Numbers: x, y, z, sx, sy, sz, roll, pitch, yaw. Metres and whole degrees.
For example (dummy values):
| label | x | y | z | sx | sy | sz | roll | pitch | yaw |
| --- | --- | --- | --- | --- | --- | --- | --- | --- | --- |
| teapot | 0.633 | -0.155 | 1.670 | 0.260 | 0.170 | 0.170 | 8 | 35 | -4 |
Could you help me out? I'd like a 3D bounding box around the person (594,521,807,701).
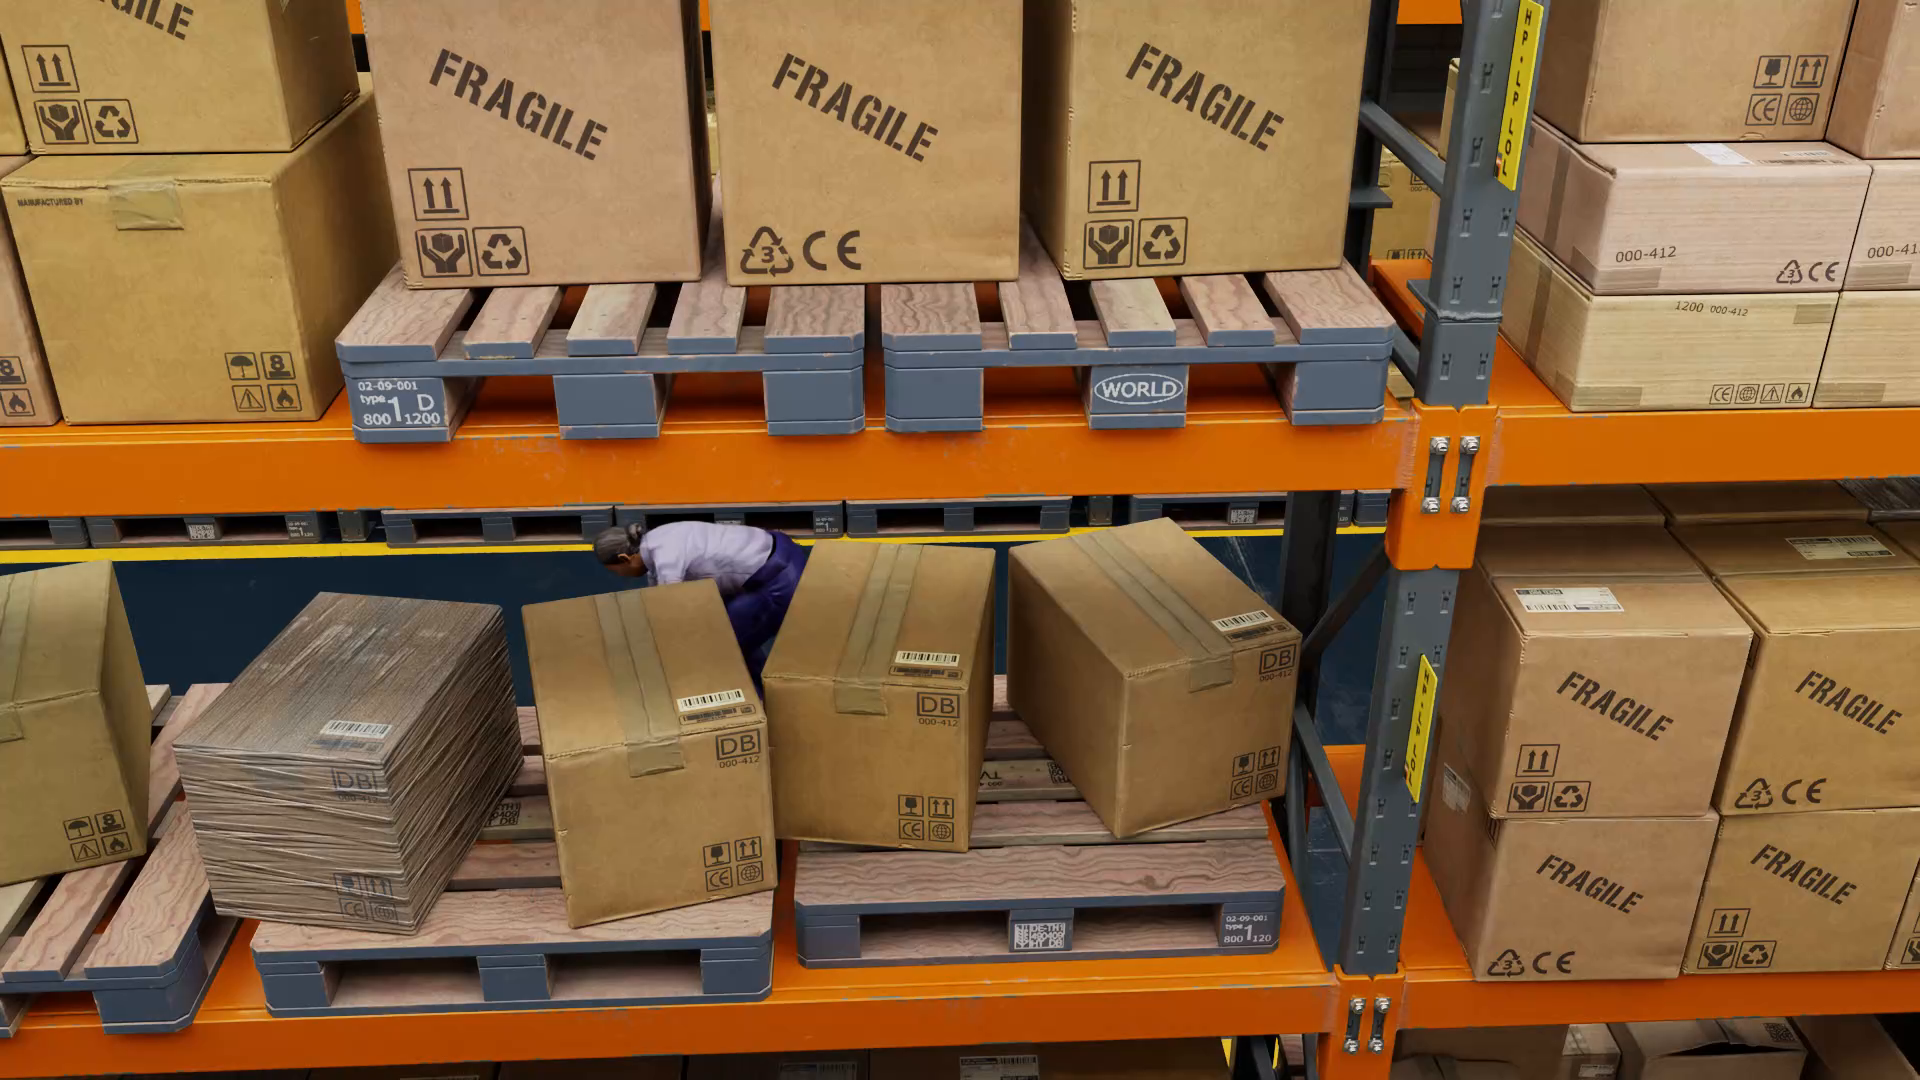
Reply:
| label | x | y | z | sx | sy | sz | roll | pitch | yaw |
| --- | --- | --- | --- | --- | --- | --- | --- | --- | --- |
| person | -1.081 | 0.360 | 7.154 | 0.893 | 0.998 | 0.515 | -3 | 28 | -5 |
